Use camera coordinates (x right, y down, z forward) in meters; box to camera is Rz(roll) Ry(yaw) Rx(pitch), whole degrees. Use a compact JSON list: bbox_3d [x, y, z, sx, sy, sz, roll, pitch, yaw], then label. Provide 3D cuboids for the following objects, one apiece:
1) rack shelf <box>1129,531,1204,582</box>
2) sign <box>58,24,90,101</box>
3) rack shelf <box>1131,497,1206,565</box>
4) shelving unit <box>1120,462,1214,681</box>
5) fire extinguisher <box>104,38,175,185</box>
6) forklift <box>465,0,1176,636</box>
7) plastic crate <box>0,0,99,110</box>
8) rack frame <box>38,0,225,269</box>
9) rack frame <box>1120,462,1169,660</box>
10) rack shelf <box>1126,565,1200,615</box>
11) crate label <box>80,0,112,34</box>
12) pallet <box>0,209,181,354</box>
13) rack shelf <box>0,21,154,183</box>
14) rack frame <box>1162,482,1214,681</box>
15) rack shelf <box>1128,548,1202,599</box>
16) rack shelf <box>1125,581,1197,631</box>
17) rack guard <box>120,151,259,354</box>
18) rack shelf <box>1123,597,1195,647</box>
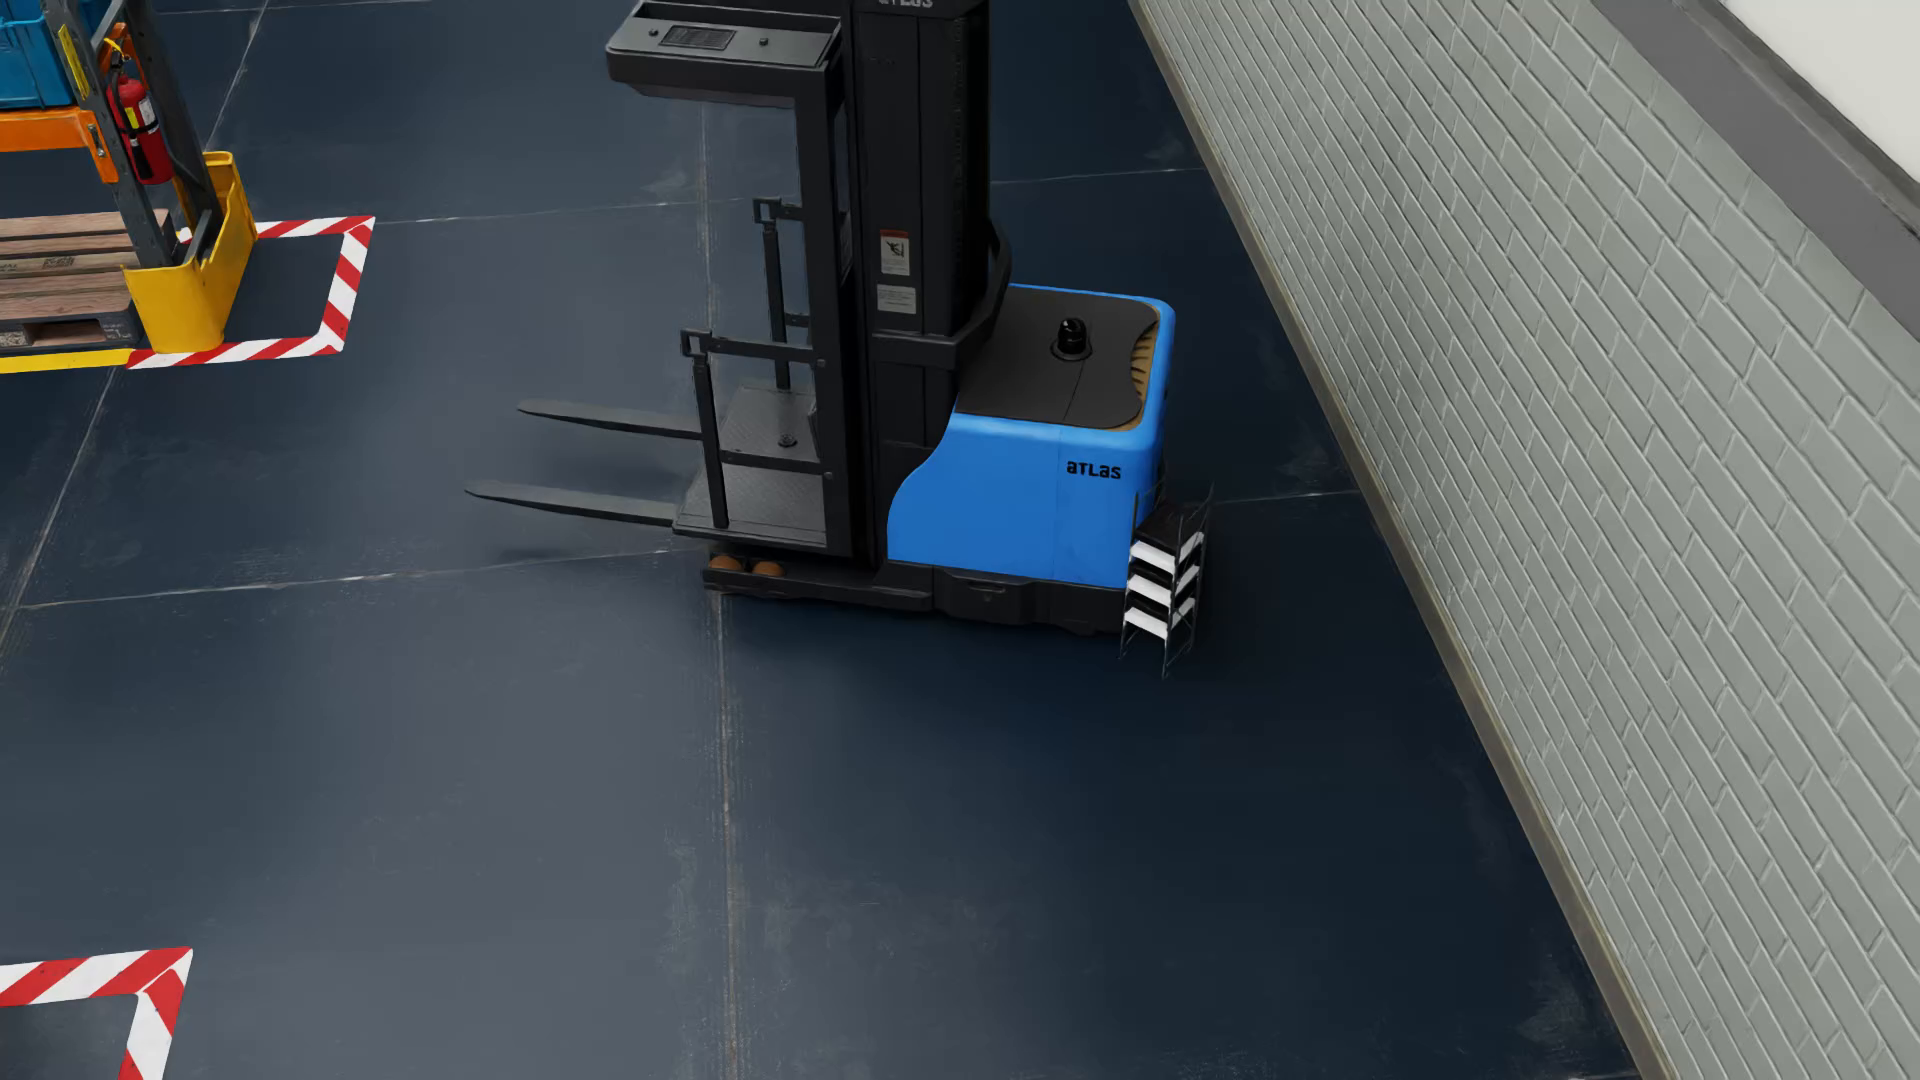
[{"bbox_3d":[0.819,0.030,6.541,0.200,0.077,0.258,26,48,26],"label":"rack shelf"},{"bbox_3d":[-3.986,-2.149,7.487,0.005,0.325,0.100,-5,42,-6],"label":"sign"},{"bbox_3d":[0.819,-0.037,6.481,0.200,0.077,0.258,26,48,26],"label":"rack shelf"},{"bbox_3d":[0.819,0.139,6.640,0.210,0.900,0.258,26,48,26],"label":"shelving unit"},{"bbox_3d":[-3.865,-1.997,7.776,0.183,0.674,0.296,-5,42,-6],"label":"fire extinguisher"},{"bbox_3d":[-0.649,-1.171,6.575,3.031,2.935,1.130,7,43,8],"label":"forklift"},{"bbox_3d":[-4.382,-2.335,7.743,0.499,0.435,0.616,-5,42,-6],"label":"plastic crate"},{"bbox_3d":[-4.074,-2.453,7.945,0.127,3.000,1.000,-5,42,-6],"label":"rack frame"},{"bbox_3d":[0.737,0.098,6.684,0.006,0.900,0.240,26,48,26],"label":"rack frame"},{"bbox_3d":[0.819,0.163,6.662,0.200,0.077,0.258,26,48,26],"label":"rack shelf"},{"bbox_3d":[-4.361,-2.610,8.199,0.303,0.233,0.416,-5,42,-6],"label":"crate label"},{"bbox_3d":[-4.897,-1.371,8.828,1.213,0.211,1.003,-5,42,-6],"label":"pallet"},{"bbox_3d":[-6.057,-2.012,7.993,4.000,0.370,1.077,-5,42,-6],"label":"rack shelf"},{"bbox_3d":[0.901,0.179,6.595,0.006,0.900,0.240,26,48,26],"label":"rack frame"},{"bbox_3d":[0.819,0.097,6.602,0.200,0.077,0.258,26,48,26],"label":"rack shelf"},{"bbox_3d":[0.819,0.230,6.722,0.200,0.077,0.258,26,48,26],"label":"rack shelf"},{"bbox_3d":[-4.052,-1.535,8.794,0.348,0.500,1.175,-5,42,-6],"label":"rack guard"},{"bbox_3d":[0.819,0.297,6.782,0.200,0.077,0.258,26,48,26],"label":"rack shelf"}]
